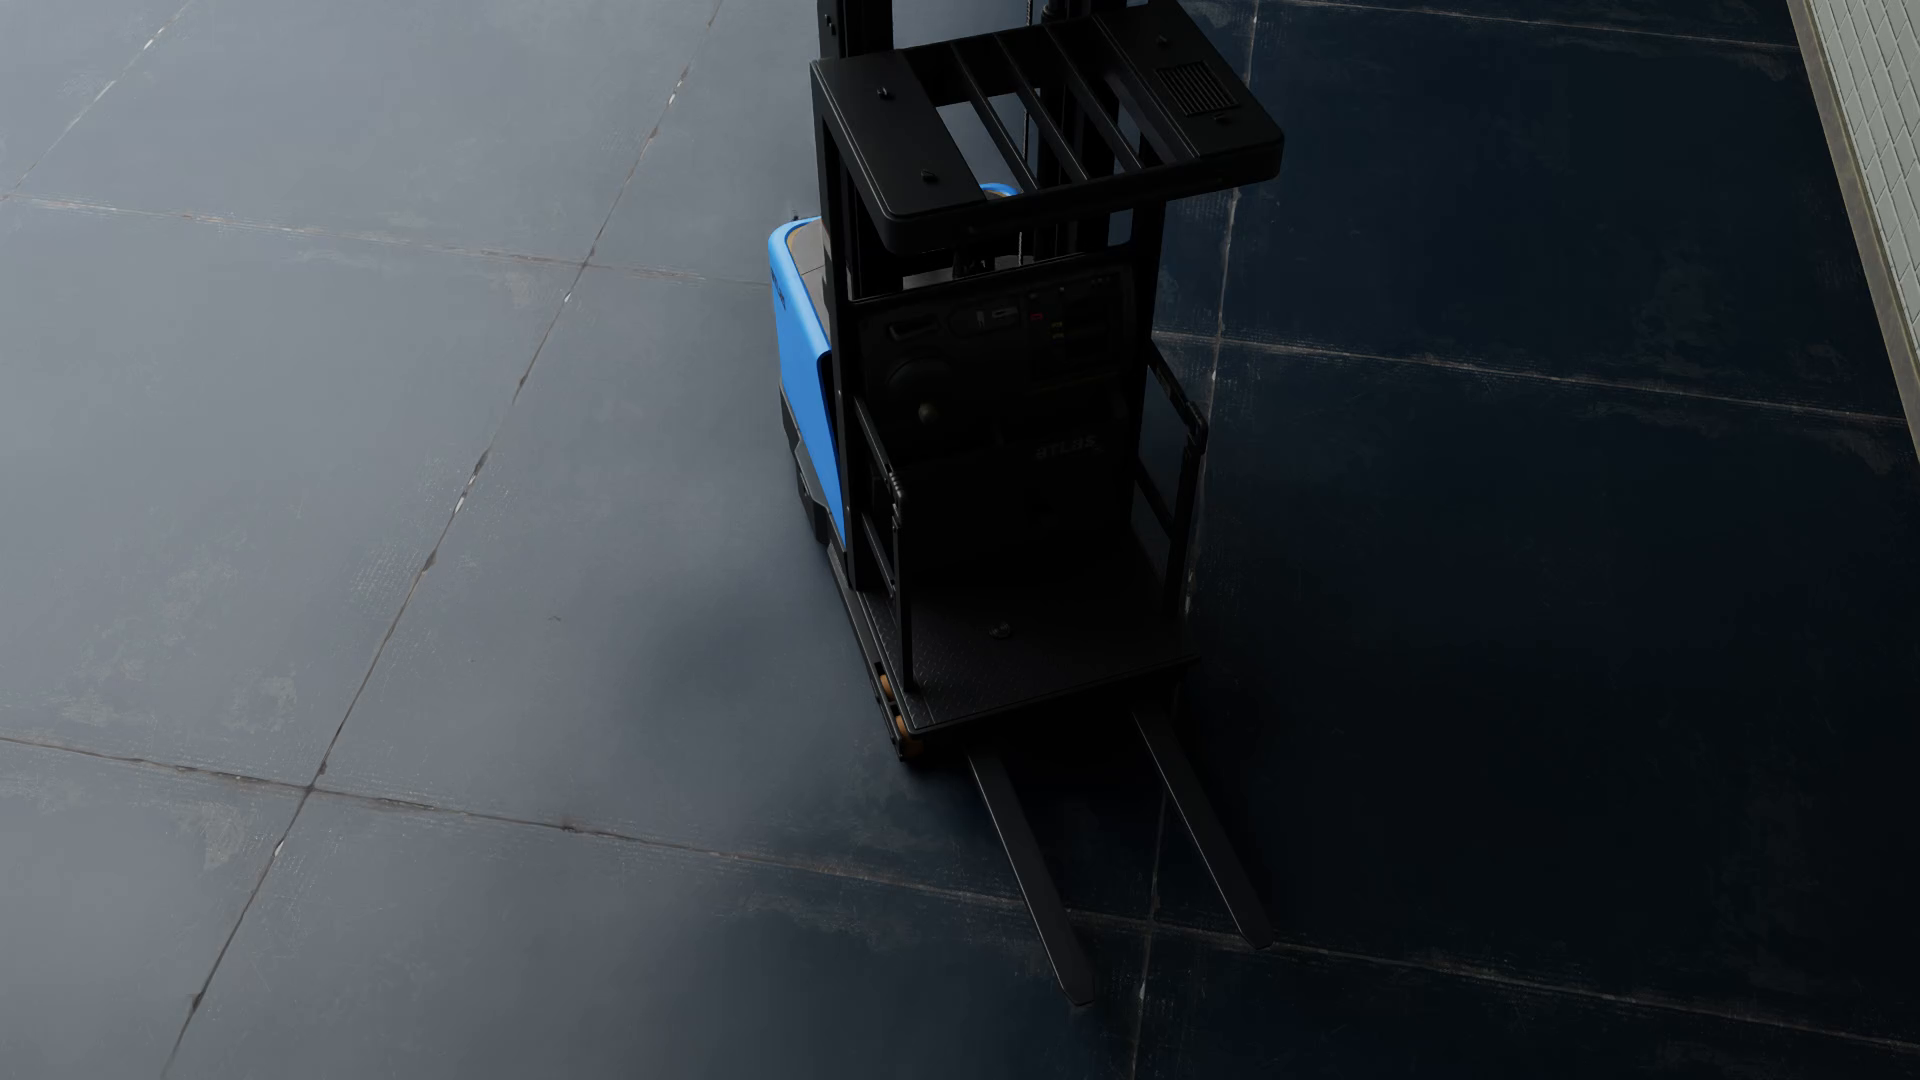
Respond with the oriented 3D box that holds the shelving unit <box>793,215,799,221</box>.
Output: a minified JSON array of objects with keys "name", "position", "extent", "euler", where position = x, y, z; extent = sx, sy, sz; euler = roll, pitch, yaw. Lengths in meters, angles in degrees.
[{"name":"shelving unit","position":[-0.523,-0.954,6.974],"extent":[0.258,0.900,0.210],"euler":[-14,50,-12]}]

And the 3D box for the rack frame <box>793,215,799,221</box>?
[{"name":"rack frame","position":[-0.555,-1.026,7.039],"extent":[0.240,0.900,0.006],"euler":[-14,50,-12]}]

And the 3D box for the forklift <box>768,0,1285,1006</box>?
[{"name":"forklift","position":[0.198,-0.539,5.236],"extent":[1.130,2.935,3.031],"euler":[-14,50,-12]}]
